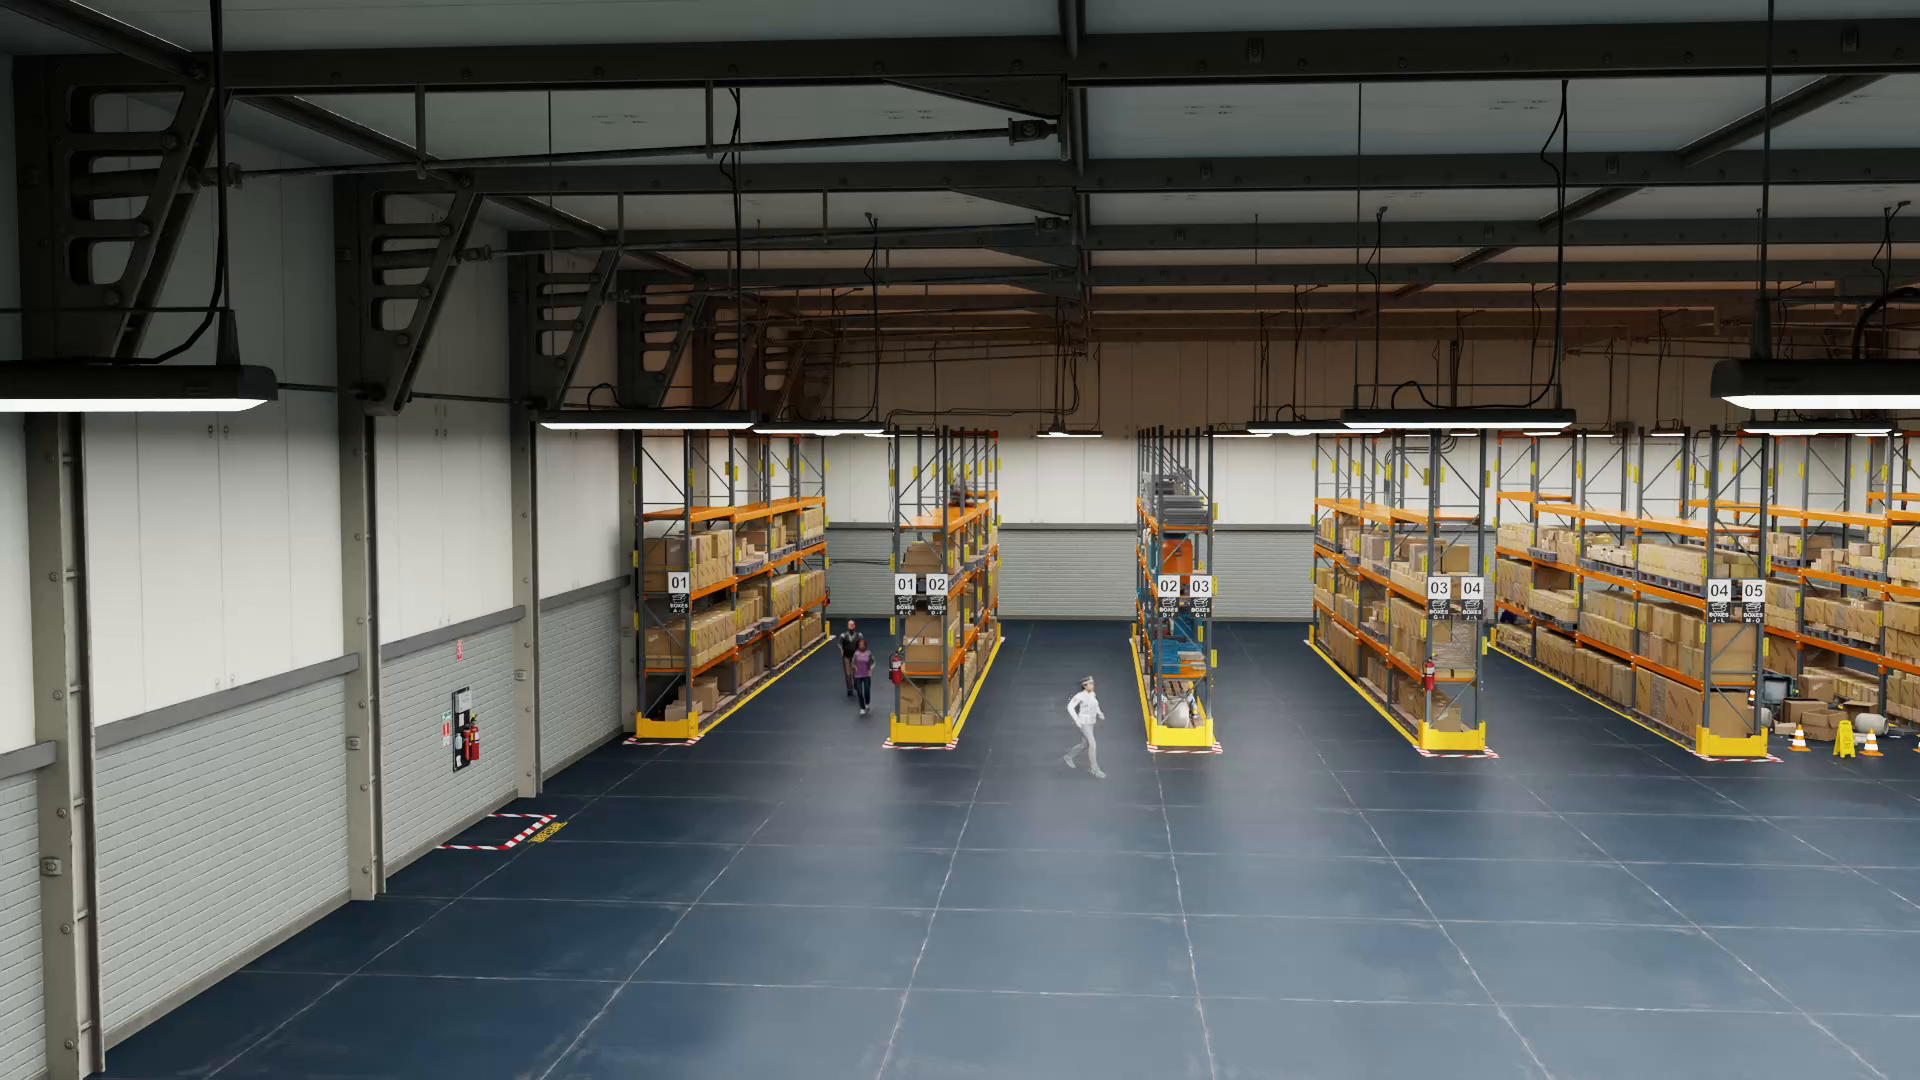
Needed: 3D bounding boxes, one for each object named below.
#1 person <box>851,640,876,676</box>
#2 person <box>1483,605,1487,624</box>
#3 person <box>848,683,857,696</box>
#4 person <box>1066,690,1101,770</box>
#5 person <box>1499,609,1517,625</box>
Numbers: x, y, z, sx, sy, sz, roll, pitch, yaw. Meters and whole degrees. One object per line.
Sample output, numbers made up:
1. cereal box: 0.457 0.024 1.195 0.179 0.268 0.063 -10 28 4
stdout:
1. person: -2.017 2.475 34.511 0.524 0.790 0.523 0 3 2
2. person: 13.452 1.901 43.413 0.695 0.730 0.661 0 3 7
3. person: -2.395 3.281 37.367 0.257 0.388 0.547 0 3 -4
4. person: 2.098 3.239 28.526 0.683 1.359 0.621 2 4 35
5. person: 15.752 2.301 47.514 0.647 0.912 0.509 1 4 14
